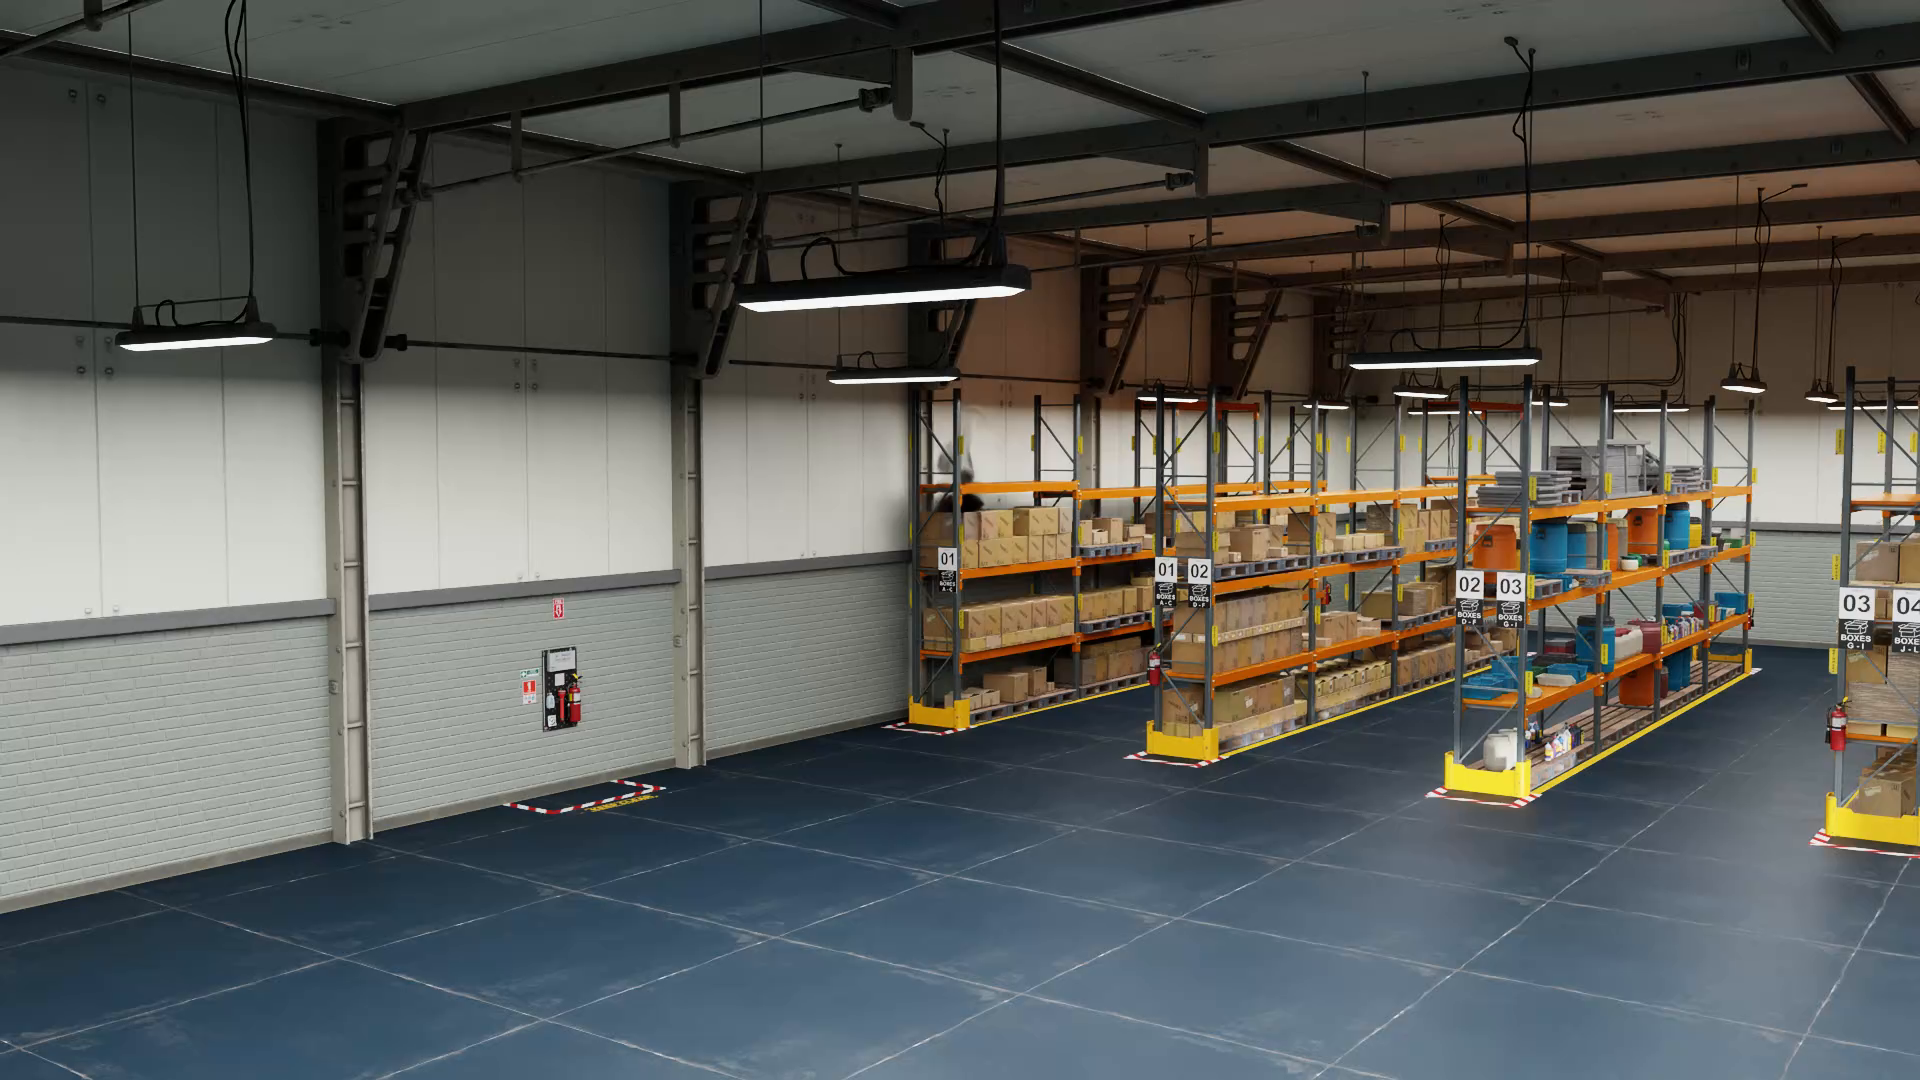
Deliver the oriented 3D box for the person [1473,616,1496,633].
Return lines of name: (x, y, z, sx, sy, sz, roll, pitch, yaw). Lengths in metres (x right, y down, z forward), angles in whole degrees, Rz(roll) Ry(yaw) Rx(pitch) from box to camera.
person: (13.025, 1.783, 41.286, 0.799, 1.774, 0.668, 2, 4, 28)
